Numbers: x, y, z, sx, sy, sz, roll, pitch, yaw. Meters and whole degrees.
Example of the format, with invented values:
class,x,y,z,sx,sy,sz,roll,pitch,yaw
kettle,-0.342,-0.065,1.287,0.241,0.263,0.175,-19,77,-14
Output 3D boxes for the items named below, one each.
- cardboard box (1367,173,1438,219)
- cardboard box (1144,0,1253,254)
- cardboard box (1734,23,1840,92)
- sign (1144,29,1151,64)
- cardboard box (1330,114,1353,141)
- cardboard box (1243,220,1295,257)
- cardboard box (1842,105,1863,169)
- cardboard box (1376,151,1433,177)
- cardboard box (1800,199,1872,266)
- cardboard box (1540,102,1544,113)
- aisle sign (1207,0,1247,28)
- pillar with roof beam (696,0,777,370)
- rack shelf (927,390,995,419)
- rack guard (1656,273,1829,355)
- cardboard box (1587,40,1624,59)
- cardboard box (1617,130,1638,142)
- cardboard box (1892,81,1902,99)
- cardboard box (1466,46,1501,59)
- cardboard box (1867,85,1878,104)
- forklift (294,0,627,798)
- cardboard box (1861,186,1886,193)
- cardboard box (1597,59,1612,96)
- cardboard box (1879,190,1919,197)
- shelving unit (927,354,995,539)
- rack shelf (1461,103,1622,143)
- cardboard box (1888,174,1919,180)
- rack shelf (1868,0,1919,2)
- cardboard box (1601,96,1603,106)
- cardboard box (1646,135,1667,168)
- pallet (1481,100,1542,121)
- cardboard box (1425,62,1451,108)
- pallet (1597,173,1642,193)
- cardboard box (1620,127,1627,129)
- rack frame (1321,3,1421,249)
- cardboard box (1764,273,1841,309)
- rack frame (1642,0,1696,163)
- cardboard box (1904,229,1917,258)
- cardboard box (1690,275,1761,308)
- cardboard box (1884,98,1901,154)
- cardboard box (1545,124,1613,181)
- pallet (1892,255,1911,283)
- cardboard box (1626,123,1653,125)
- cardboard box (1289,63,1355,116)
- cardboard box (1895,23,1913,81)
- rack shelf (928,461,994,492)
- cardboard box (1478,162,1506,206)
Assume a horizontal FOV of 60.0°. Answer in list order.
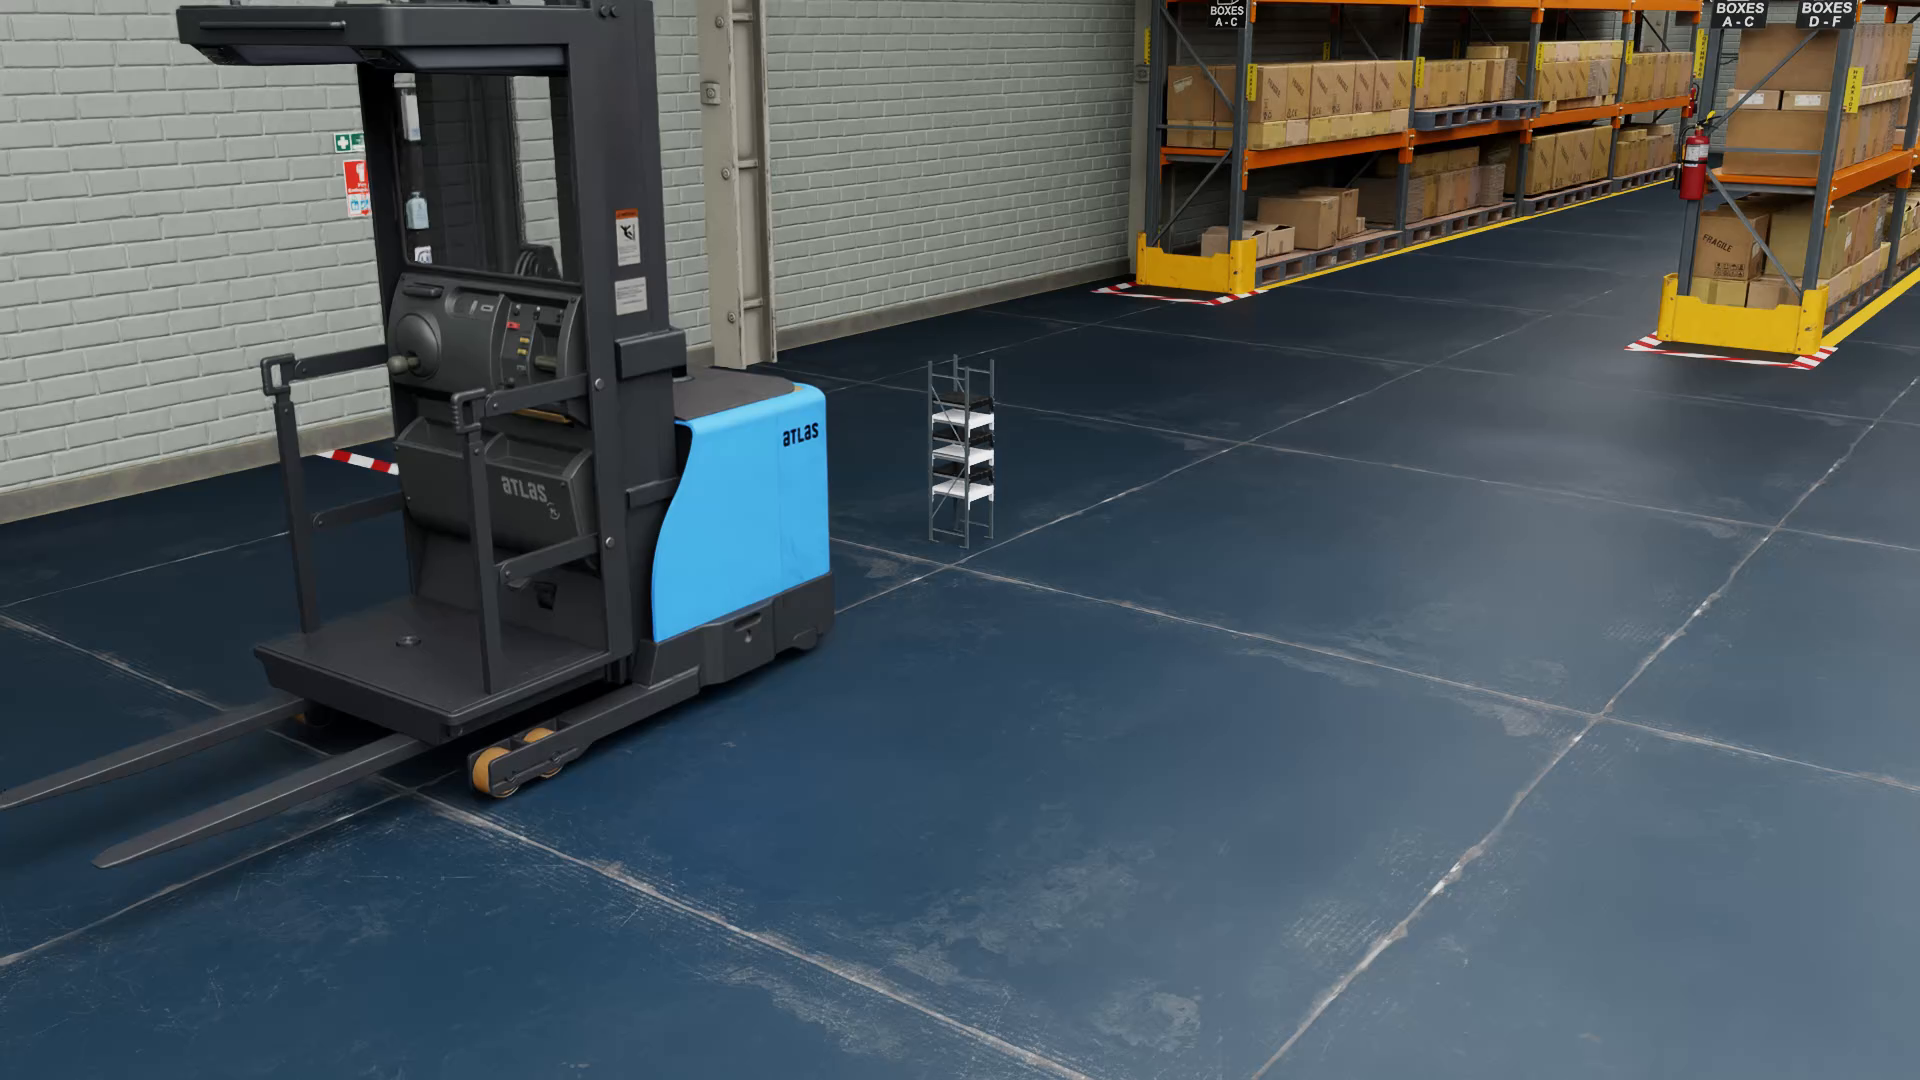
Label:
class,x,y,z,sx,sy,sz,roll,pitch,yaw
cardboard box,5.308,-4.154,20.037,0.700,0.500,0.500,12,21,34
cardboard box,12.656,-2.037,9.745,25.117,3.000,2.723,13,21,35
cardboard box,6.532,-3.789,13.033,0.700,0.500,0.500,13,21,35
sign,1.798,-4.682,15.777,0.100,0.325,0.005,12,21,35
cardboard box,3.686,-4.240,17.057,0.500,0.250,0.500,13,21,35
cardboard box,3.056,-3.086,16.915,0.500,0.311,0.500,15,22,39
cardboard box,7.110,-3.400,13.967,0.700,0.500,0.500,13,21,35
cardboard box,5.300,-4.486,19.840,0.500,0.250,0.500,12,21,34
cardboard box,7.606,-2.691,14.516,0.500,0.500,0.500,12,21,35
cardboard box,7.537,-5.766,22.143,0.380,0.149,0.250,13,21,35
aisle sign,2.429,-5.046,15.053,0.394,0.787,0.004,12,21,35
pillar with roof beam,1.836,-4.870,8.752,9.100,9.000,0.400,12,21,35
rack shelf,0.005,-0.658,8.046,0.258,0.077,0.200,12,21,35
rack guard,6.198,-1.801,13.201,1.175,0.500,0.348,12,21,35
cardboard box,9.309,-7.134,24.191,0.500,0.250,0.500,13,22,36
cardboard box,10.260,-6.259,25.754,0.380,0.149,0.250,13,22,37
cardboard box,11.445,-2.754,11.634,9.833,0.649,2.443,12,21,35
cardboard box,6.637,-6.181,21.087,0.380,0.149,0.250,9,19,26
cardboard box,7.535,-3.780,14.094,0.380,0.149,0.250,13,21,35
forklift,-1.776,-0.708,5.583,1.121,2.935,3.031,12,21,33
cardboard box,9.819,-3.741,18.214,0.500,0.311,0.500,12,21,33
cardboard box,9.013,-6.655,23.912,0.500,0.500,0.500,13,21,35
cardboard box,9.957,-3.529,17.534,0.500,0.311,0.500,13,22,36
shelving unit,-7.680,1.249,2.705,6.000,0.900,18.469,12,21,35
rack shelf,8.190,-5.913,23.441,1.077,0.370,4.000,12,21,35
cardboard box,11.347,-4.187,20.141,0.500,0.500,0.500,13,22,37
rack shelf,9.787,-5.587,17.091,0.831,0.071,3.687,12,21,35
cardboard box,9.085,-6.374,24.102,0.380,0.149,0.250,13,22,36
cardboard box,11.130,-6.389,27.267,0.700,0.500,0.500,12,21,35
pallet,6.659,-5.500,21.221,1.213,0.211,1.003,12,21,35
cardboard box,5.284,-5.333,19.448,0.700,0.500,0.500,15,23,40
pallet,9.897,-5.569,25.820,1.003,0.211,1.213,12,21,35
cardboard box,10.437,-6.521,26.597,0.380,0.149,0.250,12,21,34
rack frame,4.615,-4.828,18.732,1.000,3.000,0.127,12,21,35
cardboard box,7.005,-2.096,13.864,0.500,0.250,0.500,12,21,35
rack frame,11.767,-7.685,27.934,0.949,2.616,0.053,12,21,35
cardboard box,9.340,-3.015,16.822,0.500,0.250,0.500,13,22,36
cardboard box,6.294,-2.068,13.773,0.500,0.250,0.500,12,21,35
cardboard box,8.336,-3.894,15.558,0.700,0.500,0.500,12,21,33
cardboard box,9.099,-5.729,24.552,0.750,0.750,0.750,13,21,35
pallet,9.003,-2.804,16.917,1.003,0.211,1.213,12,21,35
cardboard box,11.342,-6.883,27.764,0.380,0.149,0.250,13,21,35
cardboard box,3.671,-4.595,16.936,0.500,0.500,0.500,13,22,36
cardboard box,8.336,-4.514,15.365,0.700,0.500,0.500,13,21,35
rack shelf,0.005,-0.314,8.153,0.258,0.077,0.200,12,21,35
cardboard box,6.611,-4.616,21.524,0.700,0.500,0.500,13,21,35
